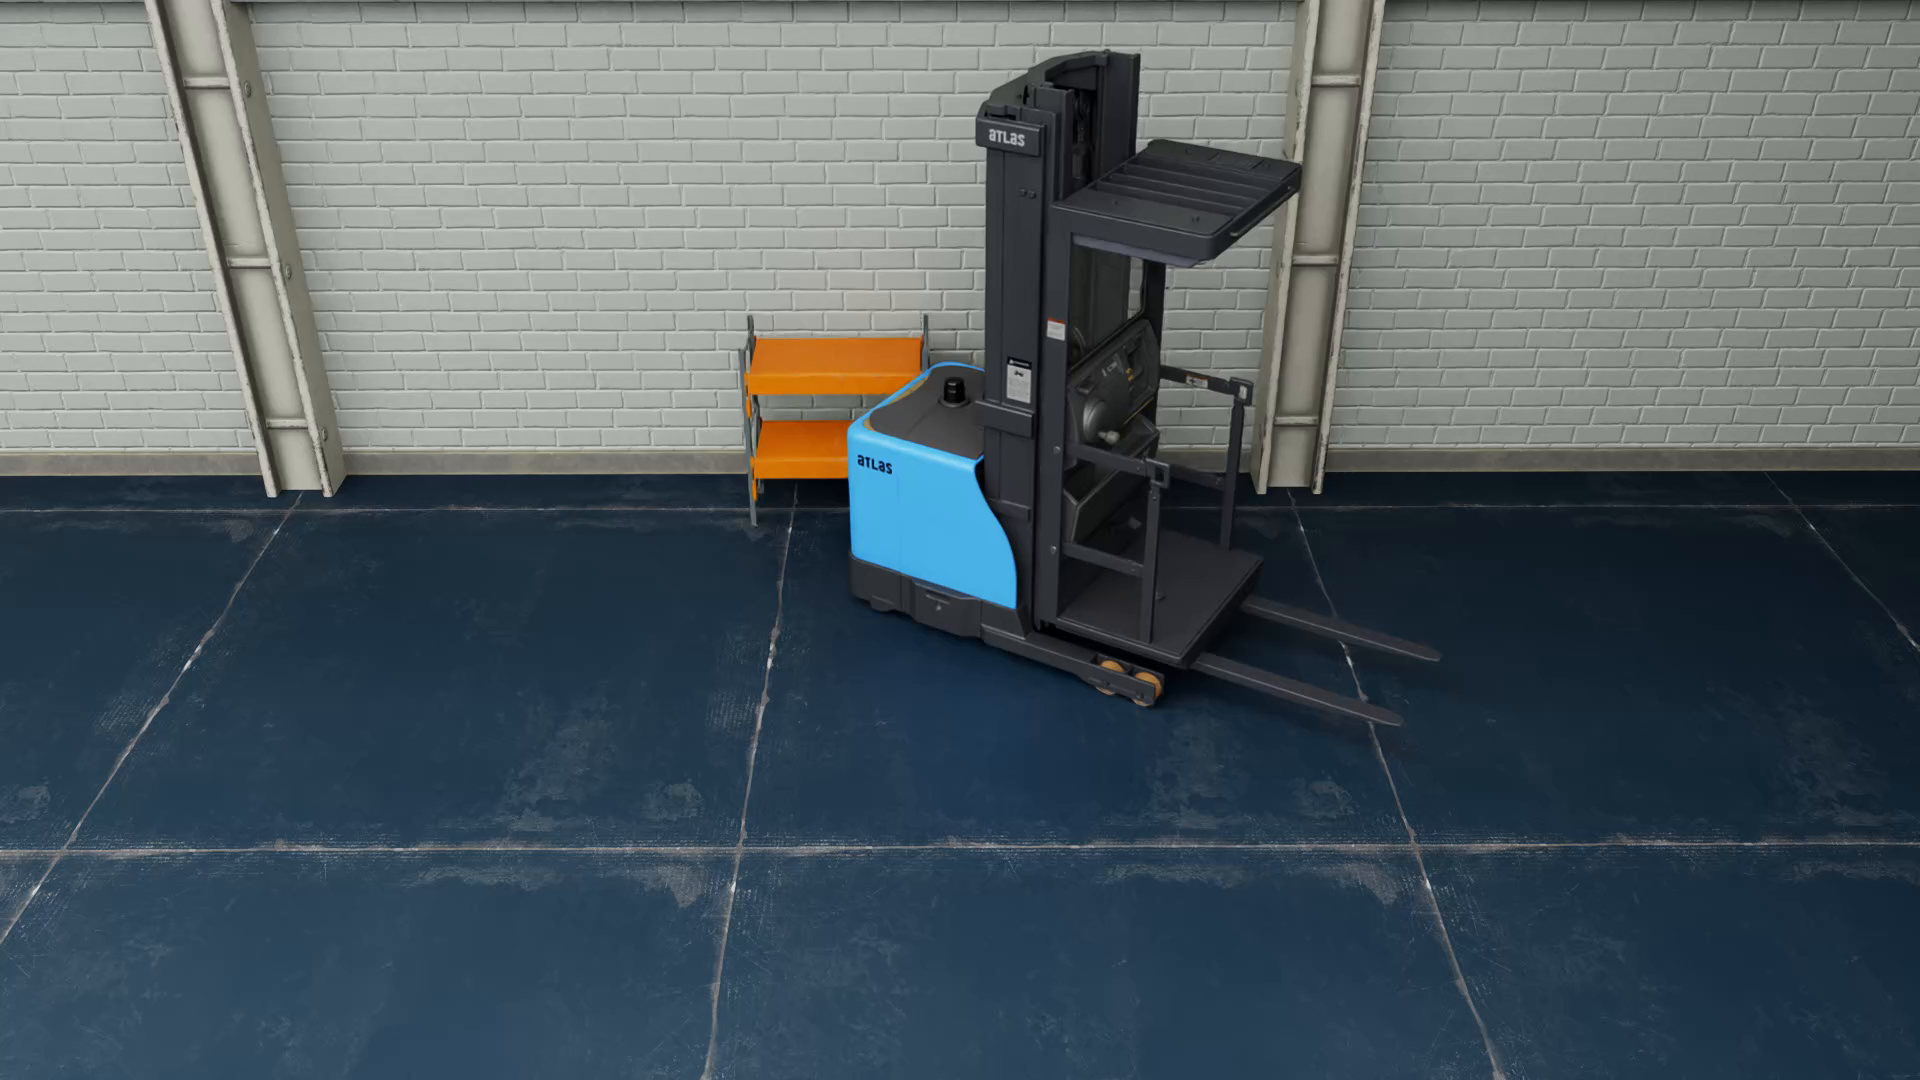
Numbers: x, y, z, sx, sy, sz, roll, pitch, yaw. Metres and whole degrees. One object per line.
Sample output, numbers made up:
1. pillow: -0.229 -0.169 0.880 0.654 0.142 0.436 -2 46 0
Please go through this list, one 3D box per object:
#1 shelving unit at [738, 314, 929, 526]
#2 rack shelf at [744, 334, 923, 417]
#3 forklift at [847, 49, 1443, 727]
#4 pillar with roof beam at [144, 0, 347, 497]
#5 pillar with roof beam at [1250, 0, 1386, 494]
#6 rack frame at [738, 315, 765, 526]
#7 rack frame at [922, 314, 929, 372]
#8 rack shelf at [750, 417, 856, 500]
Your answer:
1. shelving unit: -0.704 -0.696 9.701 1.048 1.125 0.538 0 31 0
2. rack shelf: -0.704 -0.946 9.549 1.000 0.278 0.538 0 31 0
3. forklift: 0.931 -0.742 8.036 3.031 2.935 1.130 17 35 26
4. pillar with roof beam: -3.973 -1.956 4.188 0.400 9.000 9.100 0 31 0
5. pillar with roof beam: 2.027 -1.975 4.219 0.400 9.000 9.100 0 31 0
6. rack frame: -1.212 -0.694 9.699 0.032 1.125 0.500 0 31 0
7. rack frame: -0.196 -0.697 9.704 0.032 1.125 0.500 0 31 0
8. rack shelf: -0.704 -0.487 9.828 1.000 0.278 0.538 0 31 0
